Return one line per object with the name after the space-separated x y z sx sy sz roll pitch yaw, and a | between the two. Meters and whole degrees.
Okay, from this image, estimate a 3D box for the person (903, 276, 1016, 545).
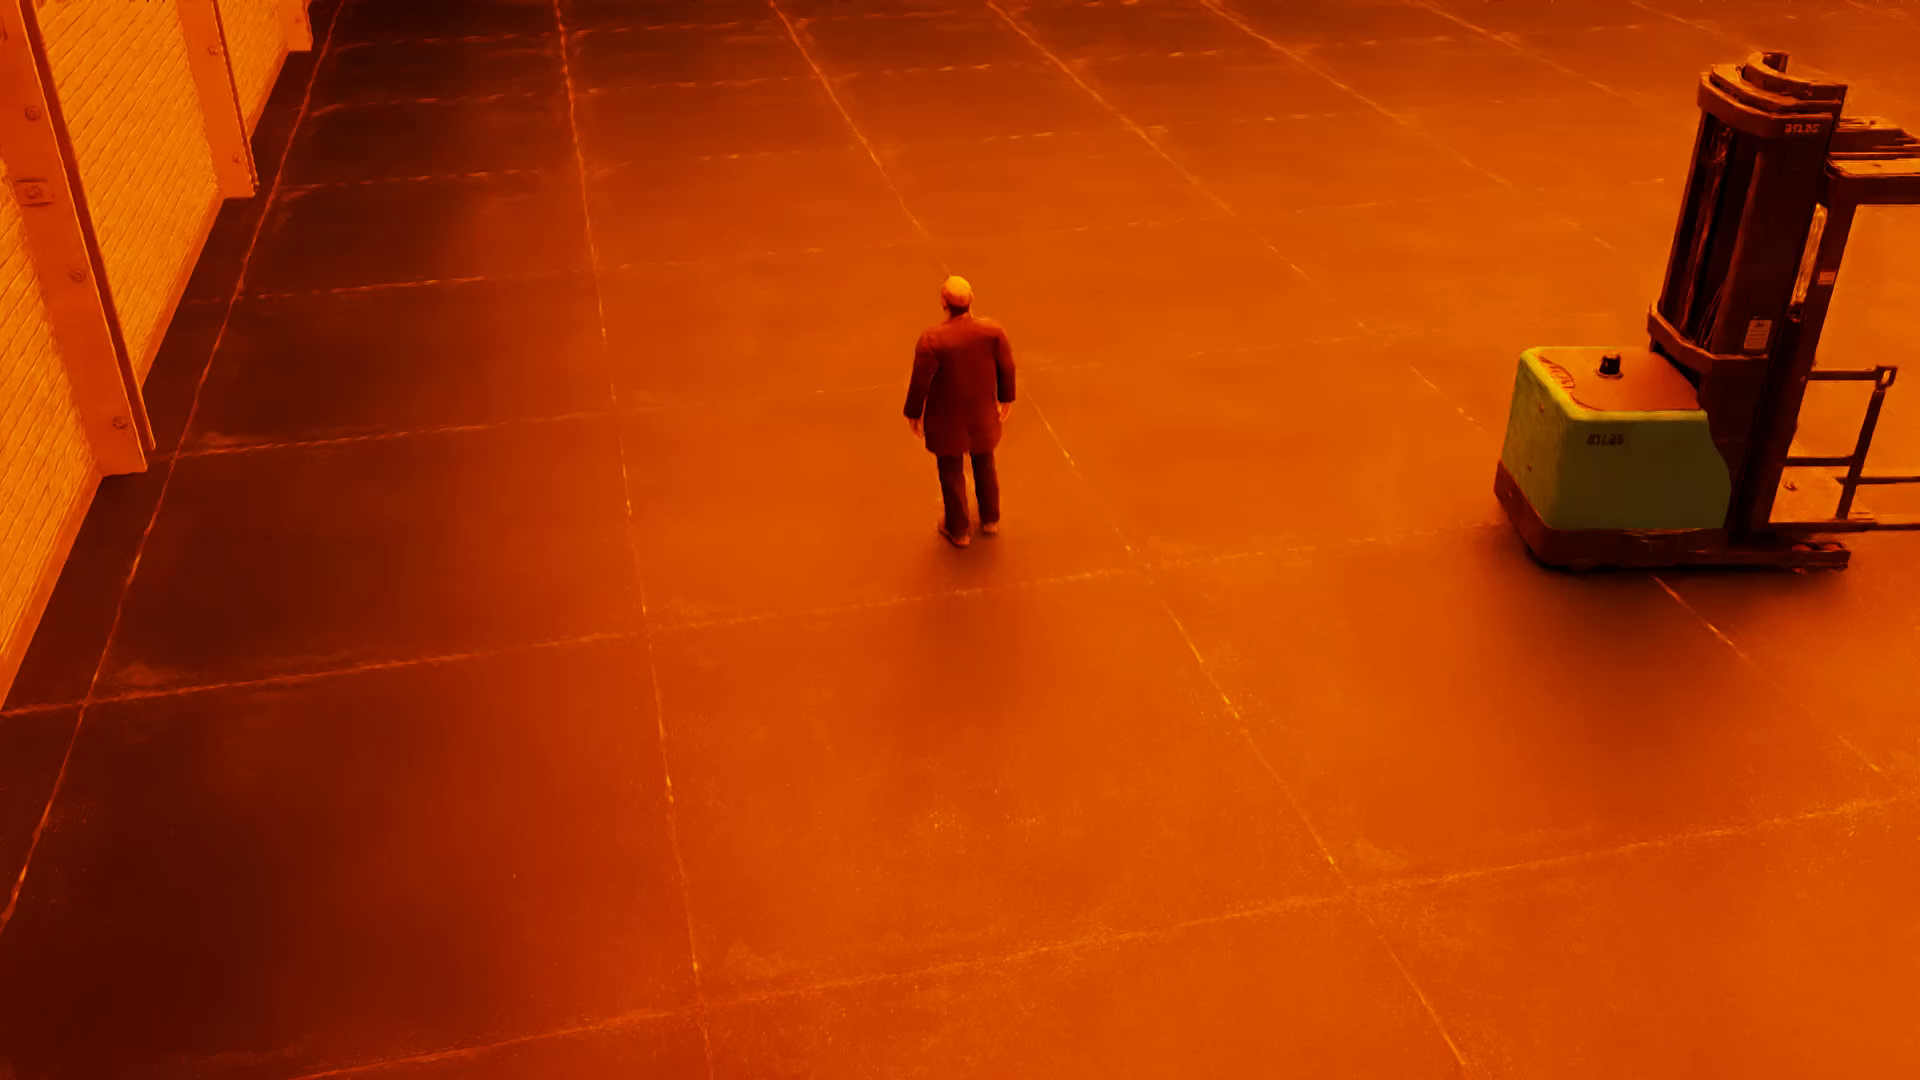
-0.017 -0.821 10.129 0.694 1.776 0.580 -7 31 -12 | person

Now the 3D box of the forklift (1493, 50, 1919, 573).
5.027 -1.337 9.884 3.031 2.935 1.130 -1 30 -2 | forklift
